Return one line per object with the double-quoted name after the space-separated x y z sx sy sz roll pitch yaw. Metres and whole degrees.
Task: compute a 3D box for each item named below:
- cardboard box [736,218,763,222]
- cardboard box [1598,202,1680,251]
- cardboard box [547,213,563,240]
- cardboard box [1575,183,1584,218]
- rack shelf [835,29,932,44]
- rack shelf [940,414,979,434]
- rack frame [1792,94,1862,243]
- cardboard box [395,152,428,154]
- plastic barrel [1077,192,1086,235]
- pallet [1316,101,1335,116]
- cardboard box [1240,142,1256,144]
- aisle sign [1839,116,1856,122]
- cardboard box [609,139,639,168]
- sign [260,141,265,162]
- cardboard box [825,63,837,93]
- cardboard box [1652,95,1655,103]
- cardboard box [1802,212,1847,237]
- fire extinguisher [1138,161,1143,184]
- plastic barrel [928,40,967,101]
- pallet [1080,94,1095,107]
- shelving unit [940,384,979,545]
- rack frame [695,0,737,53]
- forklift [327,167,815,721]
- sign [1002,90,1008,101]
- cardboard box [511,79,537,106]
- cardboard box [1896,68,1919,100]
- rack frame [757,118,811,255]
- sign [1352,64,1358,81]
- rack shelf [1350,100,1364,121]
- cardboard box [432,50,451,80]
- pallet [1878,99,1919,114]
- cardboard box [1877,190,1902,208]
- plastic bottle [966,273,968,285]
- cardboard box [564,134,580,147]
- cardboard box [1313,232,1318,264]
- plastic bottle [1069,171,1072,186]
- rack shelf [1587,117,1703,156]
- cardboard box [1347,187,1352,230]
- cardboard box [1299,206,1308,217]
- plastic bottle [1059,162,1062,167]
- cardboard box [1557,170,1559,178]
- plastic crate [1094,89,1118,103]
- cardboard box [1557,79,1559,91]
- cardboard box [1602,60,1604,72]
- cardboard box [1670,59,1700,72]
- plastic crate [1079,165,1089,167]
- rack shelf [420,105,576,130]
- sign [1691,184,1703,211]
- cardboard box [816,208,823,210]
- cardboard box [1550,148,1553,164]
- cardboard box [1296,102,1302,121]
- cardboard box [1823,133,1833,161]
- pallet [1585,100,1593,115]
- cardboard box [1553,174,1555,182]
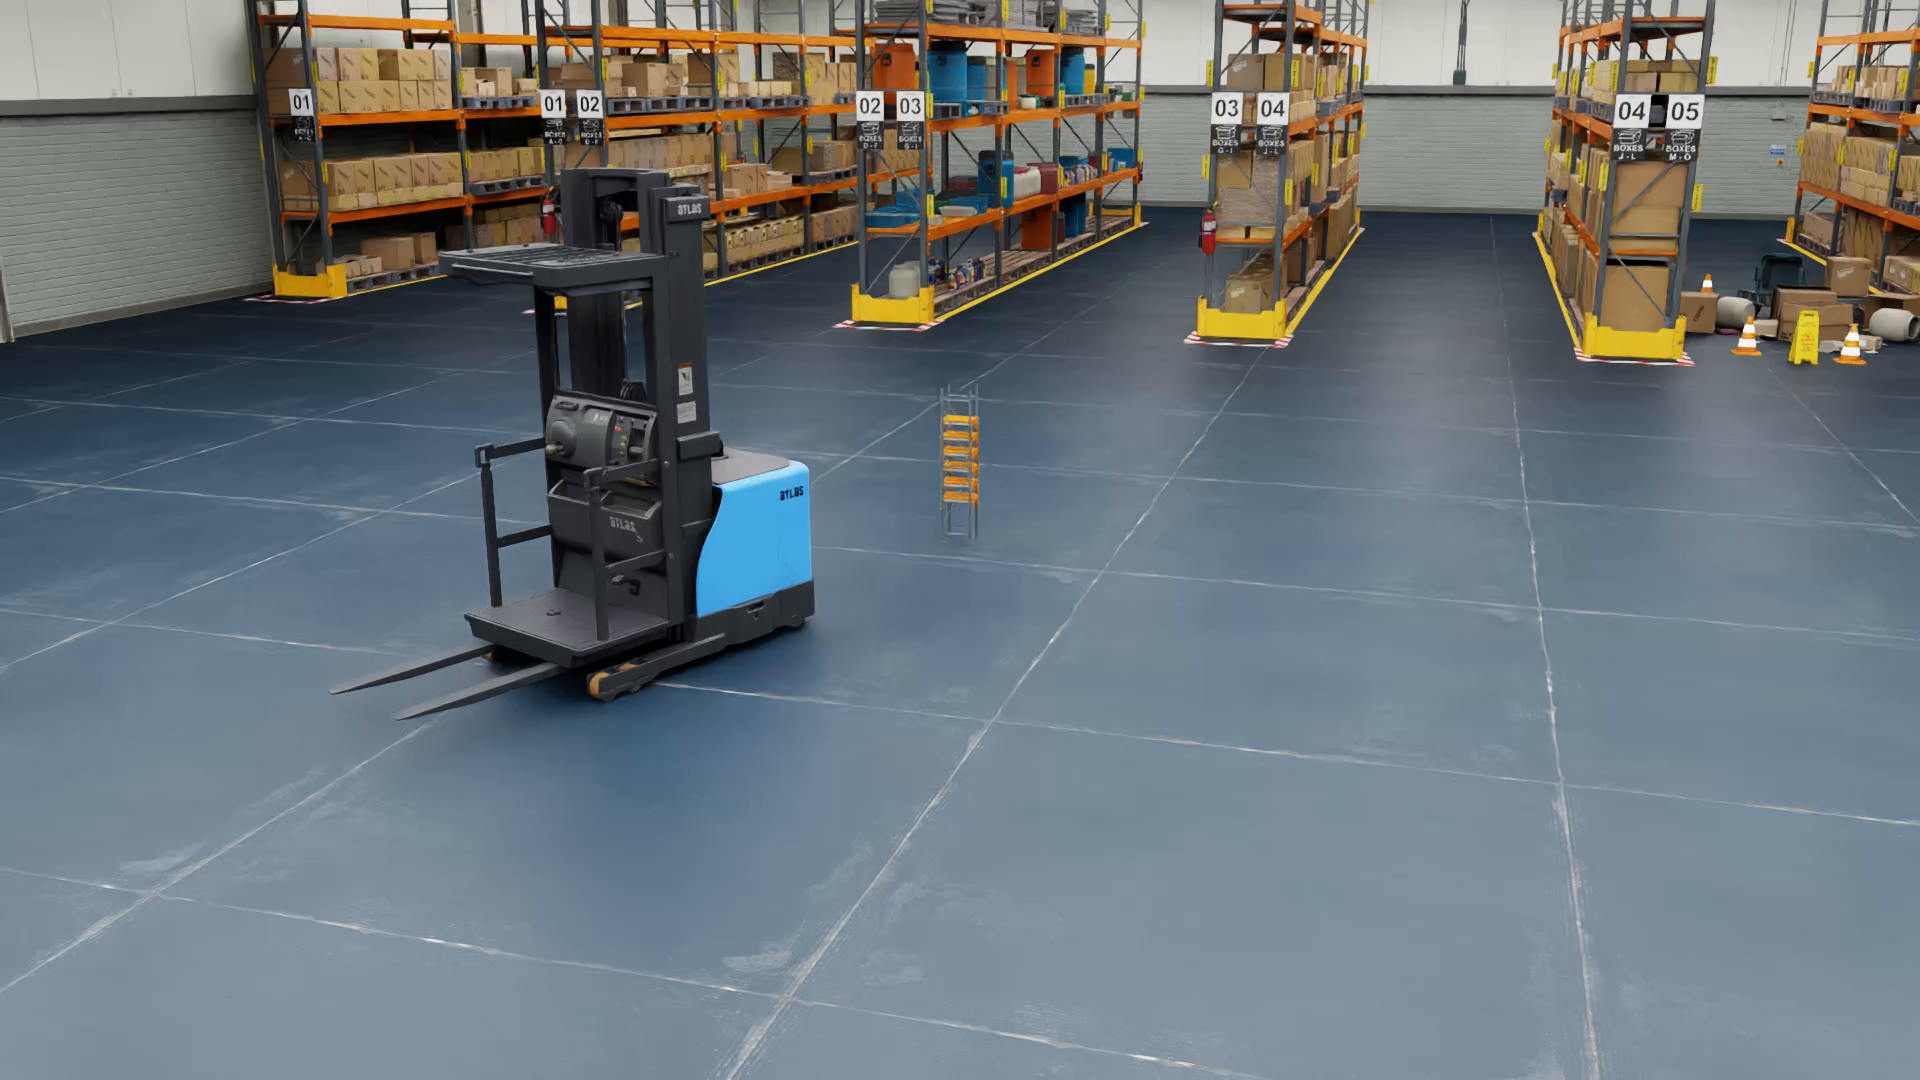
-3.991 -5.970 31.621 0.500 0.311 0.500 4 16 14 "cardboard box"
8.592 -3.973 21.063 0.875 0.550 0.550 5 16 16 "cardboard box"
-8.325 -6.273 33.223 0.700 0.500 0.500 5 17 17 "cardboard box"
9.703 -5.184 25.425 0.500 0.500 0.500 4 16 15 "cardboard box"
-1.715 -11.181 37.084 1.077 0.370 4.000 5 16 16 "rack shelf"
-0.004 -0.877 12.566 0.258 0.103 0.180 5 16 16 "rack shelf"
17.852 -7.628 34.227 1.000 3.000 0.127 5 16 16 "rack frame"
-9.641 -6.601 29.470 0.500 0.500 0.500 4 16 15 "cardboard box"
2.294 -6.786 34.333 0.600 0.901 0.708 5 16 16 "plastic barrel"
5.218 -6.763 26.024 1.213 0.211 1.003 5 16 16 "pallet"
4.286 -5.570 24.409 0.500 0.500 0.500 5 16 16 "cardboard box"
18.170 -8.874 33.854 0.394 0.787 0.004 5 16 16 "aisle sign"
-5.389 -5.925 25.662 0.700 0.500 0.500 4 16 14 "cardboard box"
-10.970 -6.121 26.210 0.100 0.325 0.005 5 16 16 "sign"
-2.873 -9.386 33.789 0.600 0.600 0.600 4 16 14 "cardboard box"
9.437 -5.899 22.141 0.380 0.149 0.250 5 16 16 "cardboard box"
17.760 -6.417 33.883 0.875 0.438 0.875 4 16 14 "cardboard box"
4.080 -8.569 38.367 0.296 0.674 0.183 5 16 16 "fire extinguisher"
-0.194 -7.276 25.798 0.600 0.901 0.708 5 16 16 "plastic barrel"
2.017 -8.577 32.421 1.003 0.211 1.213 5 16 16 "pallet"
-0.004 -0.573 12.652 0.258 1.200 0.189 5 16 16 "shelving unit"
-5.897 -12.435 40.181 1.000 3.000 0.127 5 16 16 "rack frame"
-2.261 -0.635 9.697 1.130 2.935 3.031 12 20 37 "forklift"
0.716 -7.043 26.651 0.100 0.325 0.005 5 16 16 "sign"
-8.627 -8.627 32.024 0.797 0.503 0.637 7 17 24 "cardboard box"
15.541 -7.341 26.756 0.797 0.503 0.637 4 16 12 "cardboard box"
-3.420 -7.073 32.269 1.000 3.000 0.127 5 16 16 "rack frame"
7.737 -9.154 32.585 0.100 0.325 0.005 5 16 16 "sign"
7.782 -8.971 34.781 1.077 0.370 4.000 5 16 16 "rack shelf"
-9.189 -8.239 28.832 0.500 0.500 0.500 3 16 11 "cardboard box"
15.711 -7.060 27.073 1.213 0.211 1.003 5 17 18 "pallet"
15.473 -5.616 27.406 0.500 0.250 0.500 4 16 14 "cardboard box"
0.081 -4.106 26.131 0.097 0.201 0.097 0 16 0 "plastic bottle"
-7.786 -8.124 33.836 0.500 0.250 0.500 5 17 17 "cardboard box"
5.906 -5.136 29.215 0.700 0.500 0.500 4 16 13 "cardboard box"
2.133 -7.019 32.292 0.061 0.283 0.133 5 16 16 "plastic bottle"
9.099 -5.420 22.263 1.077 0.370 4.000 5 16 16 "rack shelf"
7.734 -6.932 34.897 0.875 0.875 0.875 5 16 16 "cardboard box"
5.161 -5.057 25.623 0.380 0.149 0.250 5 16 16 "cardboard box"
2.043 -7.633 34.334 0.144 0.351 0.185 5 16 16 "plastic bottle"
10.582 -6.352 28.871 0.380 0.149 0.250 5 17 18 "cardboard box"
3.081 -9.418 35.280 0.497 0.269 0.590 5 16 16 "plastic crate"
12.401 -9.235 33.752 0.500 0.250 0.500 5 17 17 "cardboard box"
8.877 -6.400 22.447 0.380 0.149 0.250 5 16 16 "cardboard box"
8.930 -5.818 20.395 0.380 0.149 0.250 5 17 16 "cardboard box"
2.672 -8.115 36.317 0.293 0.136 0.466 5 16 16 "plastic crate"
-8.739 -8.030 31.464 1.077 0.370 4.000 5 16 16 "rack shelf"
9.061 -4.210 20.443 0.100 0.325 0.005 5 16 16 "sign"
-3.088 -6.618 34.440 0.500 0.500 0.500 4 16 14 "cardboard box"
12.406 -7.812 34.145 0.500 0.500 0.500 5 17 17 "cardboard box"
4.474 -5.953 23.096 0.500 0.250 0.500 5 16 16 "cardboard box"
16.872 -7.522 31.836 0.500 0.500 0.500 5 17 17 "cardboard box"
10.357 -6.780 26.084 1.003 0.211 1.213 5 17 18 "pallet"
10.947 -6.545 30.100 0.380 0.149 0.250 4 16 13 "cardboard box"
